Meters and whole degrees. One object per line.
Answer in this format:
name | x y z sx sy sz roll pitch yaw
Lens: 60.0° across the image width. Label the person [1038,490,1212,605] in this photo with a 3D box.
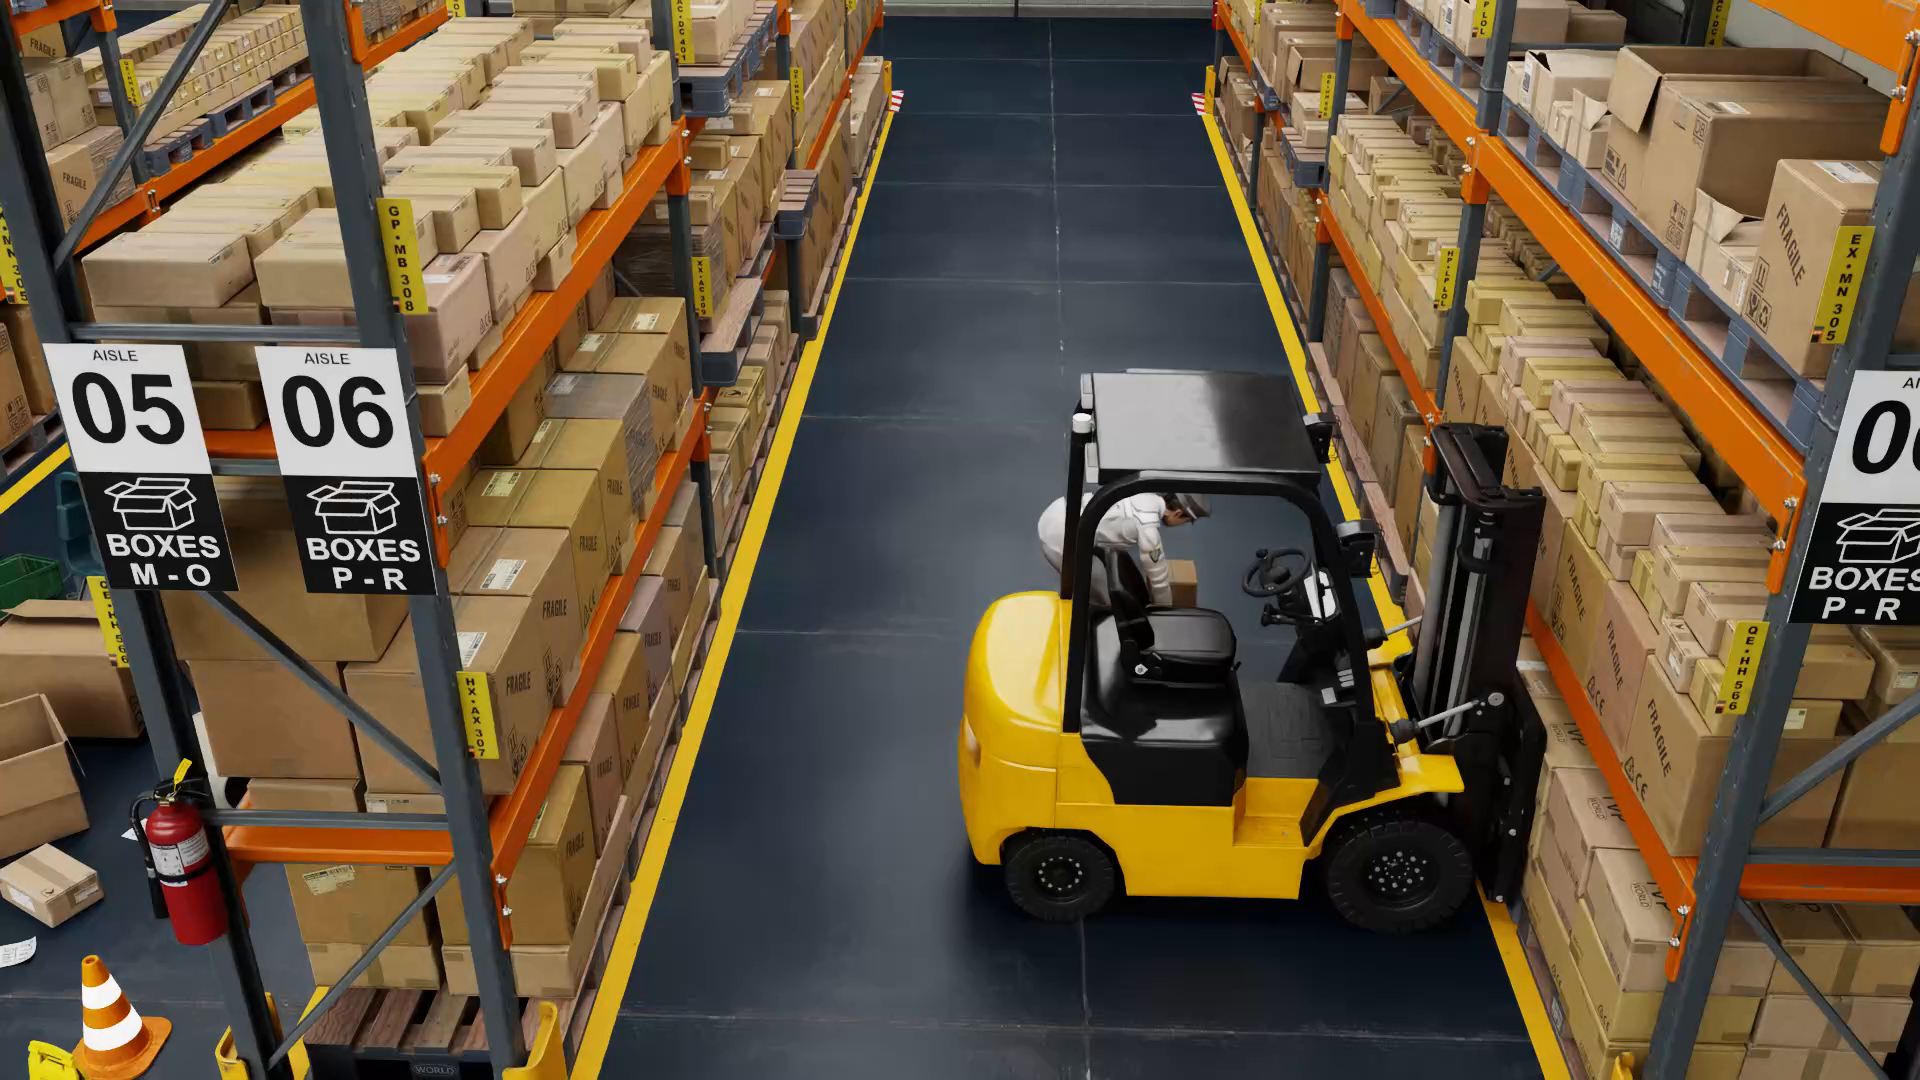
person | 0.873 0.169 8.922 0.919 1.087 0.443 0 28 -1
